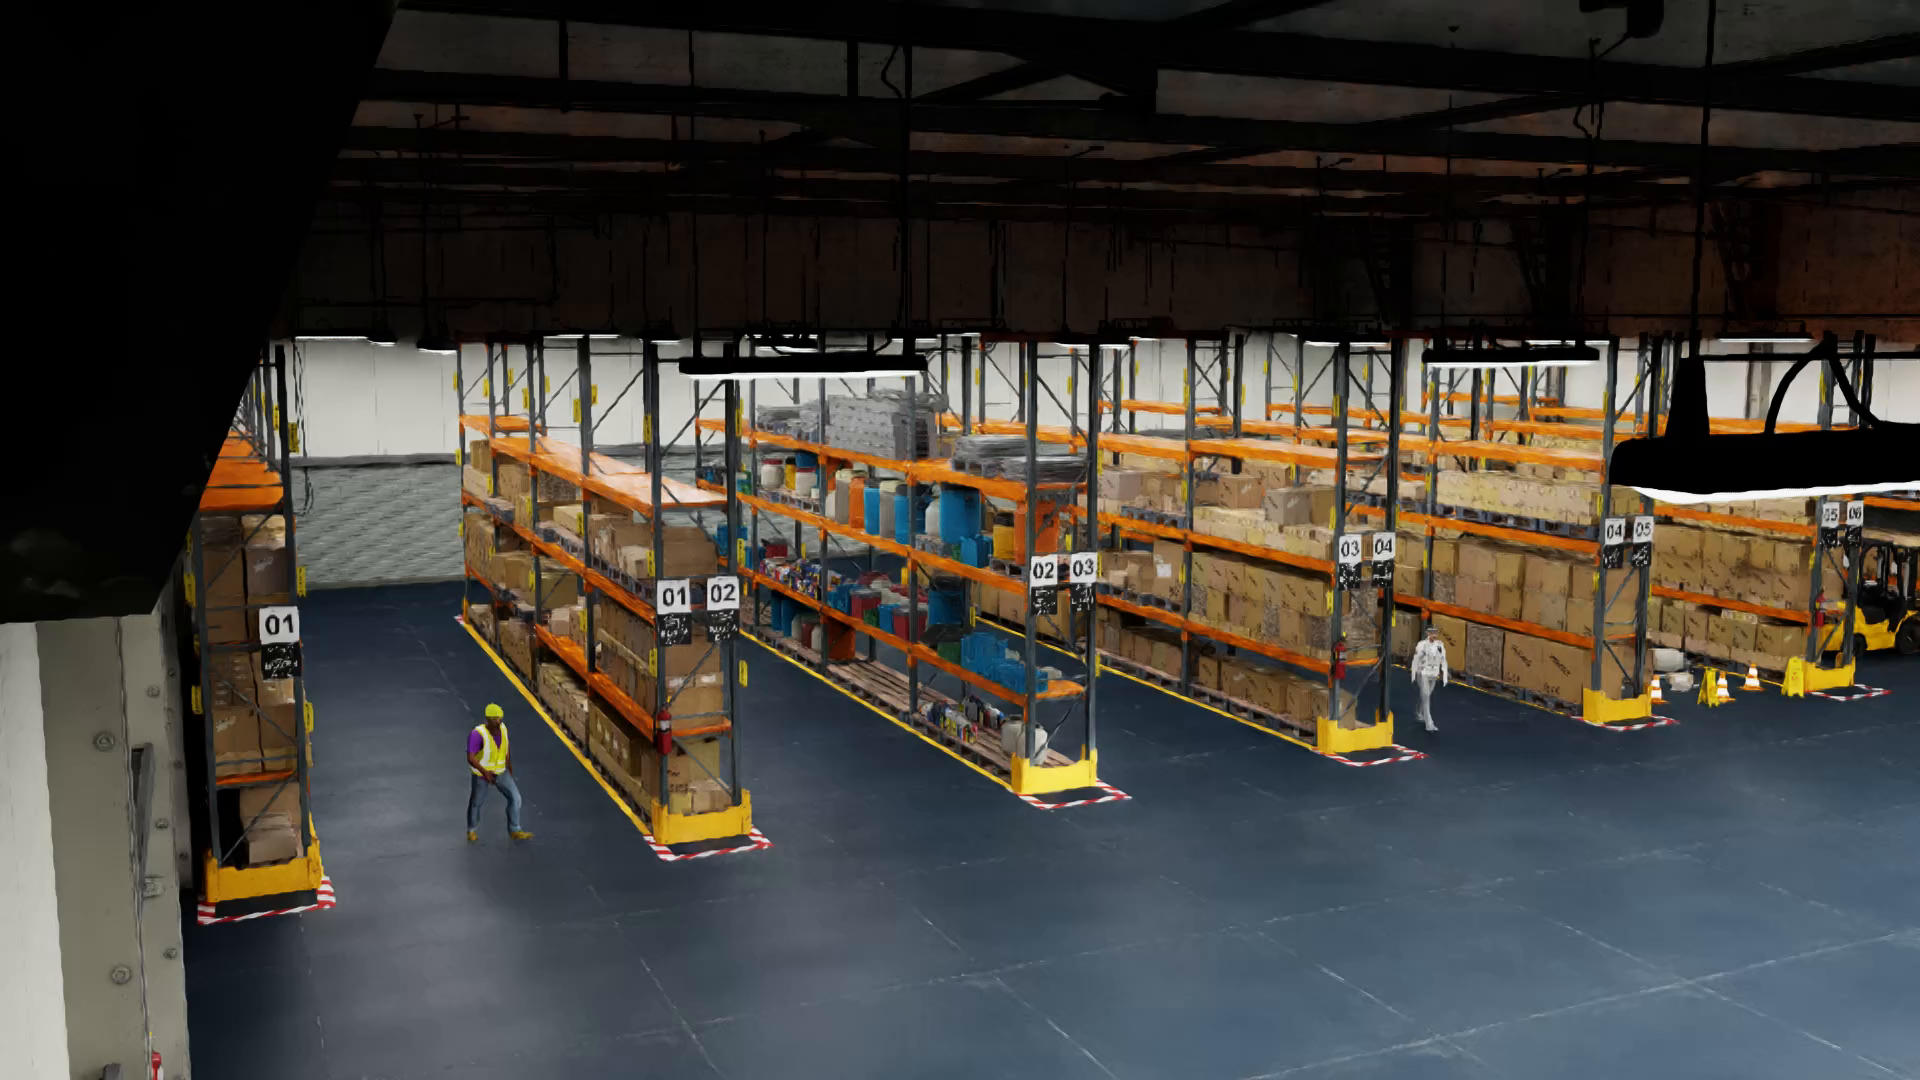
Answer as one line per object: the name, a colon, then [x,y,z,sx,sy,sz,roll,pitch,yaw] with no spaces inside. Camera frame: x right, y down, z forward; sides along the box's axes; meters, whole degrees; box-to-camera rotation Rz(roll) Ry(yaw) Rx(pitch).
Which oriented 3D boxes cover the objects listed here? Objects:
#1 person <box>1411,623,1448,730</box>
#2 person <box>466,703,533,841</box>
person: [7.244,2.065,25.623,0.483,1.619,0.999,-2,8,-15]
person: [-5.653,2.791,20.021,0.762,1.707,0.688,7,11,43]
